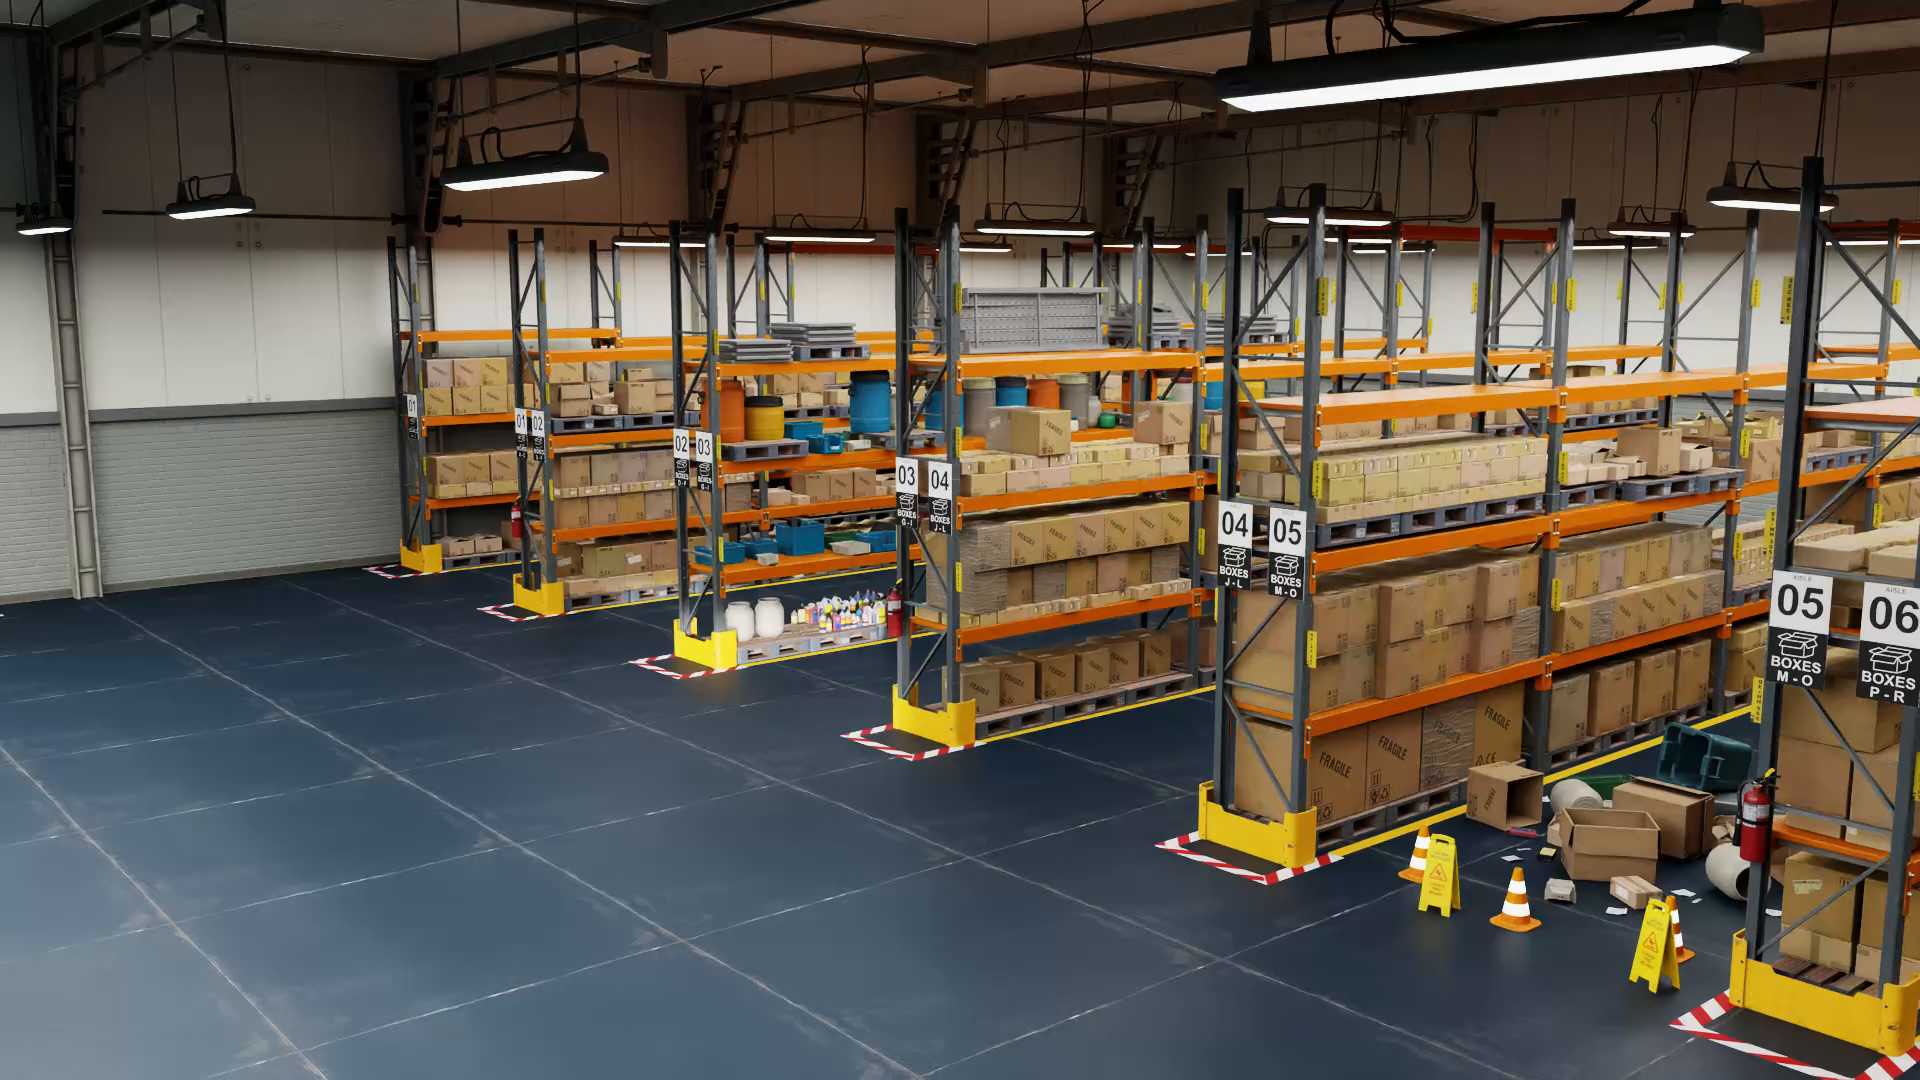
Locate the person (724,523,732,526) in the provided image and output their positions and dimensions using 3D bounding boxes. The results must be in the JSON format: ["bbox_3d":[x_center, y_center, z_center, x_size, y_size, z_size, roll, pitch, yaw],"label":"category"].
[{"bbox_3d":[-4.421,-0.395,30.555,0.594,1.777,0.682,0,9,0],"label":"person"}]

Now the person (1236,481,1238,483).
[{"bbox_3d":[6.780,-1.734,39.760,0.431,1.577,0.557,-4,9,-22],"label":"person"}]
